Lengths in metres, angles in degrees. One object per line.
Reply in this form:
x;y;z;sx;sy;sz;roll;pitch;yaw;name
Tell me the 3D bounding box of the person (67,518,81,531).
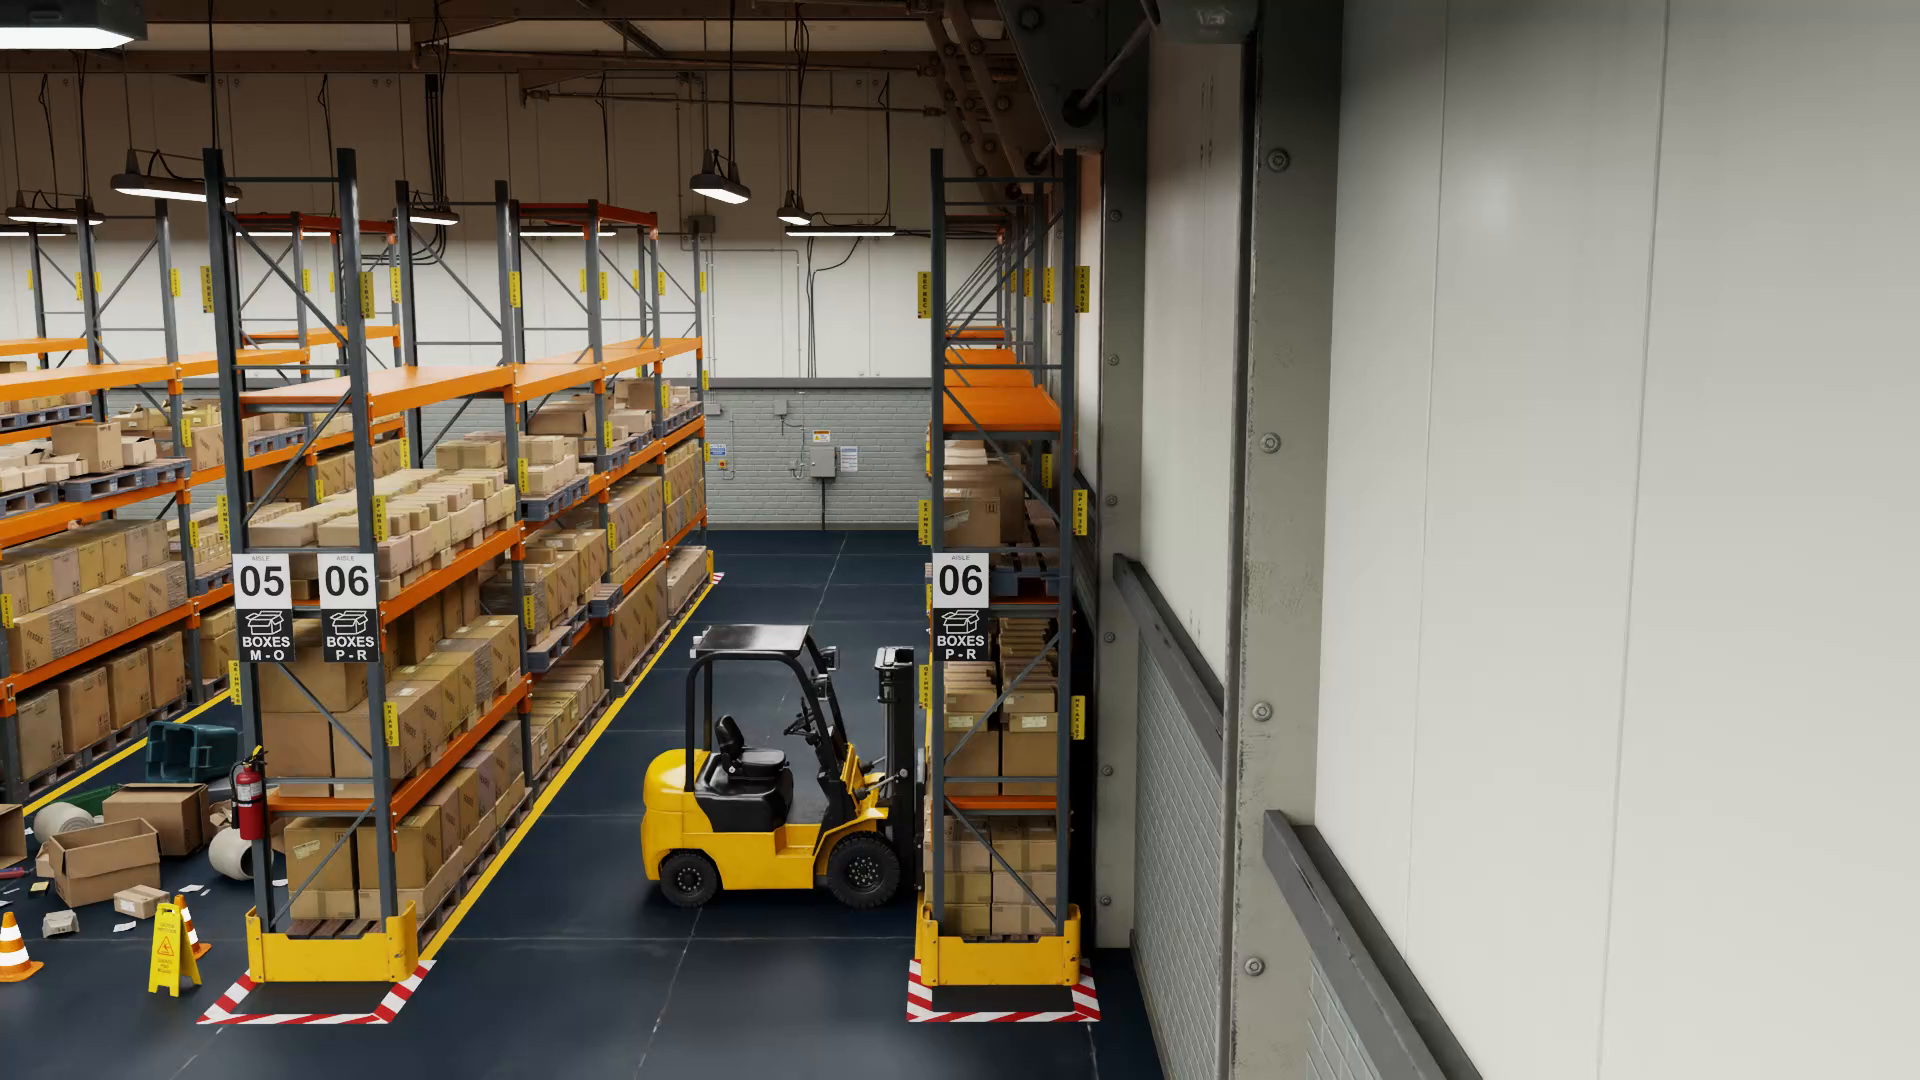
-12.821;0.487;24.190;0.541;1.714;0.801;-1;9;-5;person
